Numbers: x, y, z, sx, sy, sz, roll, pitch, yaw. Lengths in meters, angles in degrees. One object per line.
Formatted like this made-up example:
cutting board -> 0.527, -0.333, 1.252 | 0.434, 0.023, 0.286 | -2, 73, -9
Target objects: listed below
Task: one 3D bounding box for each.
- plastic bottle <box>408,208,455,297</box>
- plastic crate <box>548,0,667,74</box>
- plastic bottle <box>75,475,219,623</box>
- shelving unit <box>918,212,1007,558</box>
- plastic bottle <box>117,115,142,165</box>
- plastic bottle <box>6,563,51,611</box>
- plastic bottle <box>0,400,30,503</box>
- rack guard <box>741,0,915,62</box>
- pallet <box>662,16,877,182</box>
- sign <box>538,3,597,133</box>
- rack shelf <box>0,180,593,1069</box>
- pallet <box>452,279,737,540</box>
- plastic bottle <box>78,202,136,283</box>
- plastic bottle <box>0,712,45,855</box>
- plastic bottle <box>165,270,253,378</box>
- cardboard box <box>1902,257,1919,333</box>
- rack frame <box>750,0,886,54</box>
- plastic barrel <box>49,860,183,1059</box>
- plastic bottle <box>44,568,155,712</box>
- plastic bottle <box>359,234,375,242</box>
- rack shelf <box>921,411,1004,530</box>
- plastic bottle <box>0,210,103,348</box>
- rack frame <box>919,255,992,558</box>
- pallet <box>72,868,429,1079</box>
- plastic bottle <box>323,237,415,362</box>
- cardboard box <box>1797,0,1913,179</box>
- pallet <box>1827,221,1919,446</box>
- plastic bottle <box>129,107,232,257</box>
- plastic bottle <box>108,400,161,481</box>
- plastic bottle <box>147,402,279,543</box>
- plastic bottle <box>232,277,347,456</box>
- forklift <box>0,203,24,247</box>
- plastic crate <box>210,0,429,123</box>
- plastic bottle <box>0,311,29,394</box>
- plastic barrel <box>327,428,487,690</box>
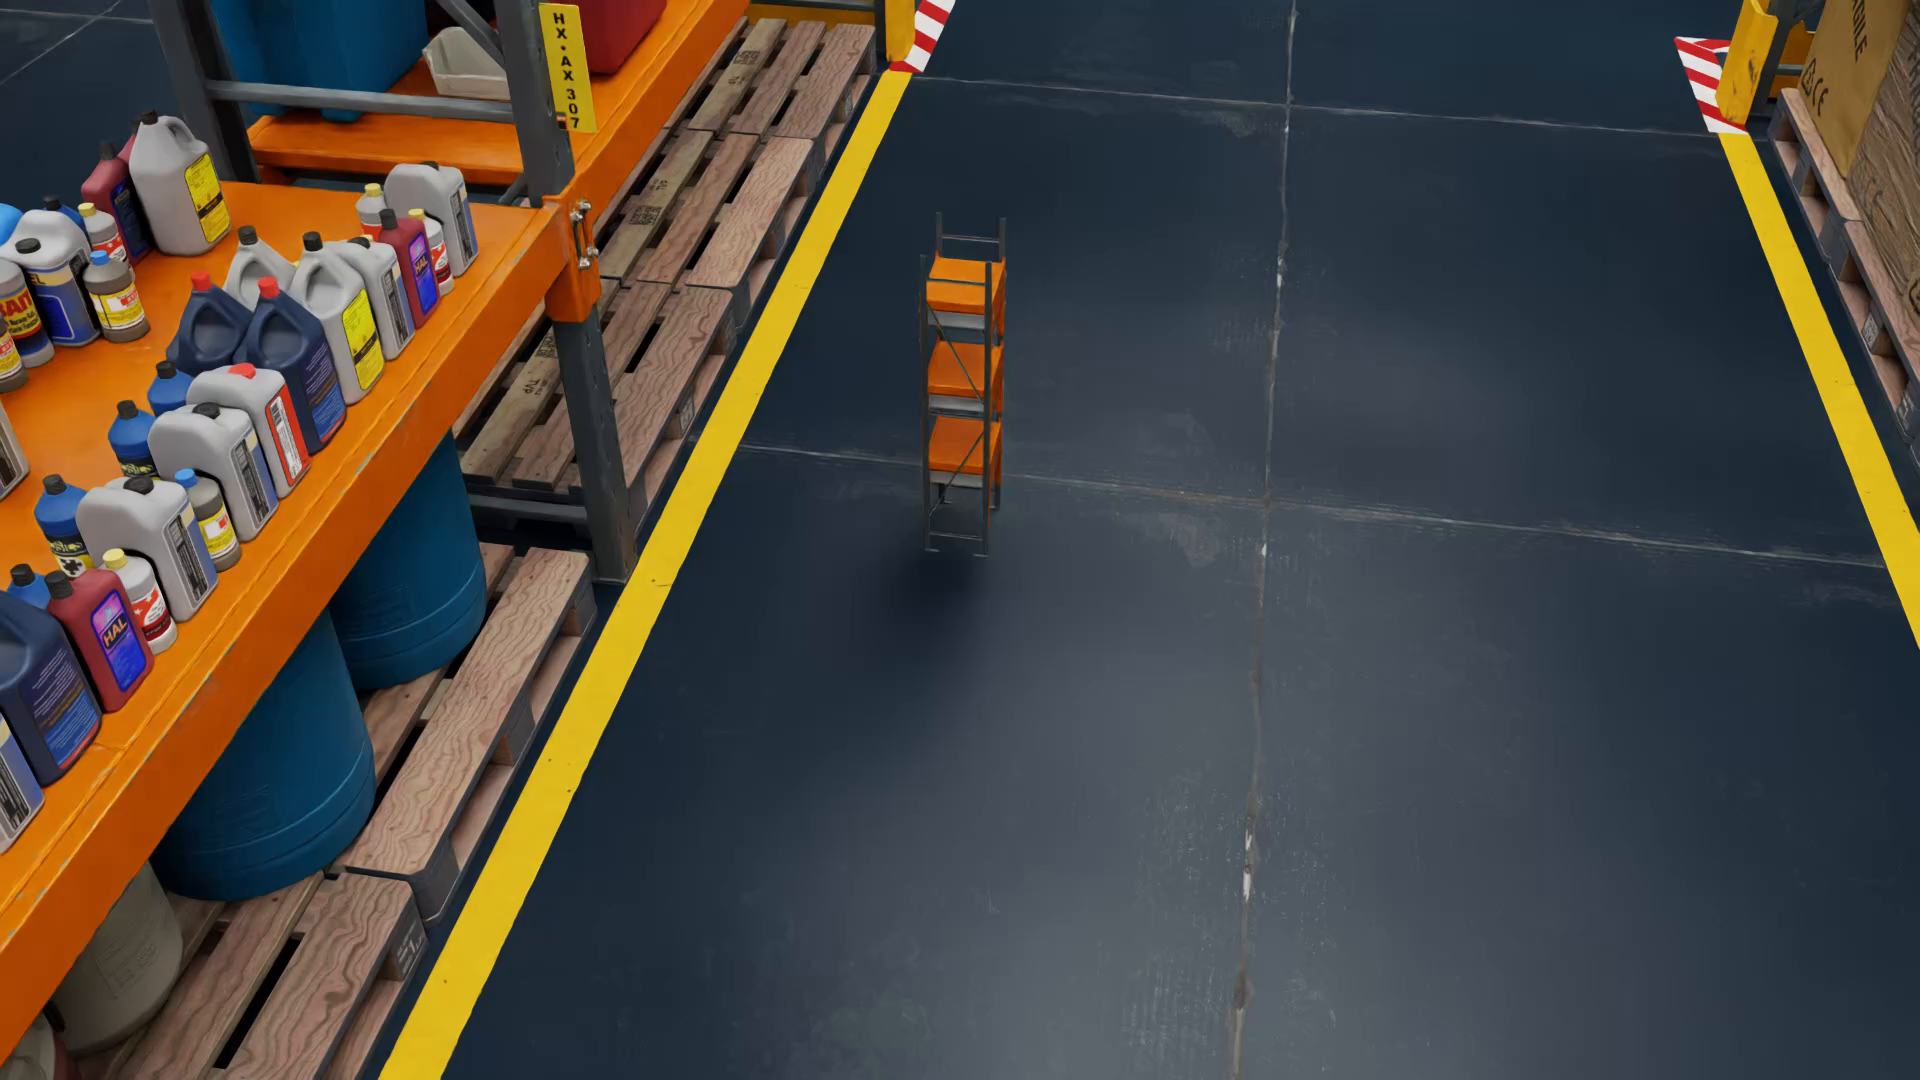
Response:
plastic bottle -> -1.244, -0.673, 3.866 | 0.097, 0.201, 0.097 | 0, 40, 0
plastic crate -> -1.100, -1.689, 4.841 | 0.402, 0.464, 0.583 | 6, 40, 8
plastic bottle -> -1.465, -0.002, 2.995 | 0.152, 0.276, 0.135 | 6, 40, 8
shelving unit -> 0.009, -0.438, 4.956 | 0.215, 1.050, 0.252 | 6, 40, 8
plastic bottle -> -1.985, -0.880, 4.052 | 0.061, 0.283, 0.133 | 6, 40, 8
plastic bottle -> -1.541, 0.153, 2.812 | 0.097, 0.271, 0.097 | 0, 40, 0
plastic bottle -> -1.967, -0.214, 3.252 | 0.152, 0.276, 0.135 | 6, 40, 8
rack guard -> -0.818, -2.672, 8.089 | 1.175, 0.500, 0.348 | 6, 40, 8
pallet -> -0.990, -2.031, 7.540 | 1.003, 0.211, 1.213 | 6, 40, 8
sign -> -0.960, -1.153, 4.073 | 0.100, 0.325, 0.005 | 6, 40, 8
rack shelf -> -1.847, 0.424, 2.947 | 1.077, 0.370, 4.000 | 6, 40, 8
pallet -> -1.412, -0.499, 5.688 | 1.003, 0.211, 1.213 | 6, 40, 8
plastic bottle -> -2.010, -0.690, 3.887 | 0.097, 0.201, 0.097 | 0, 40, 0
plastic bottle -> -1.560, 0.344, 2.578 | 0.152, 0.276, 0.135 | 6, 40, 8
plastic bottle -> -1.512, -0.376, 3.390 | 0.144, 0.351, 0.185 | 6, 40, 8
cardboard box -> 3.726, -0.875, 5.293 | 0.875, 0.875, 0.875 | 6, 40, 8
rack frame -> -0.809, -3.619, 7.273 | 1.000, 3.000, 0.127 | 6, 40, 8
plastic barrel -> -1.920, 0.817, 3.530 | 0.421, 0.512, 0.421 | 0, 40, 0
plastic bottle -> -1.460, 0.146, 2.811 | 0.061, 0.283, 0.133 | 6, 40, 8
plastic bottle -> -1.327, -0.596, 3.773 | 0.097, 0.201, 0.097 | 0, 40, 0
rack shelf -> 0.009, -0.216, 5.140 | 0.215, 0.259, 0.240 | 6, 40, 8
plastic bottle -> -2.020, -0.582, 3.698 | 0.152, 0.276, 0.135 | 6, 40, 8
rack frame -> -0.012, -0.362, 4.863 | 0.200, 1.050, 0.008 | 6, 40, 8
pallet -> -1.884, 1.214, 3.616 | 1.003, 0.211, 1.213 | 6, 40, 8
plastic bottle -> -1.314, -0.548, 3.656 | 0.152, 0.276, 0.135 | 6, 40, 8
cardboard box -> 4.037, -2.005, 6.659 | 0.875, 0.875, 0.875 | 6, 40, 8
pallet -> 3.795, -0.724, 5.960 | 1.003, 0.211, 1.213 | 6, 40, 8
plastic bottle -> -1.888, -0.879, 3.997 | 0.144, 0.351, 0.185 | 6, 40, 8
plastic bottle -> -1.551, -0.148, 3.175 | 0.097, 0.271, 0.097 | 0, 40, 0
plastic bottle -> -1.425, -0.147, 3.171 | 0.152, 0.276, 0.135 | 6, 40, 8
plastic bottle -> -1.370, -0.360, 3.370 | 0.144, 0.351, 0.185 | 6, 40, 8
forklift -> -4.110, -0.881, 4.015 | 3.031, 2.935, 1.130 | -3, 40, -4
plastic crate -> -1.756, -1.456, 4.622 | 0.392, 0.384, 0.575 | 6, 40, 8
plastic bottle -> -2.084, -0.423, 3.563 | 0.097, 0.201, 0.097 | 0, 40, 0
plastic barrel -> -1.612, -0.122, 4.361 | 0.600, 0.901, 0.708 | 6, 40, 8
